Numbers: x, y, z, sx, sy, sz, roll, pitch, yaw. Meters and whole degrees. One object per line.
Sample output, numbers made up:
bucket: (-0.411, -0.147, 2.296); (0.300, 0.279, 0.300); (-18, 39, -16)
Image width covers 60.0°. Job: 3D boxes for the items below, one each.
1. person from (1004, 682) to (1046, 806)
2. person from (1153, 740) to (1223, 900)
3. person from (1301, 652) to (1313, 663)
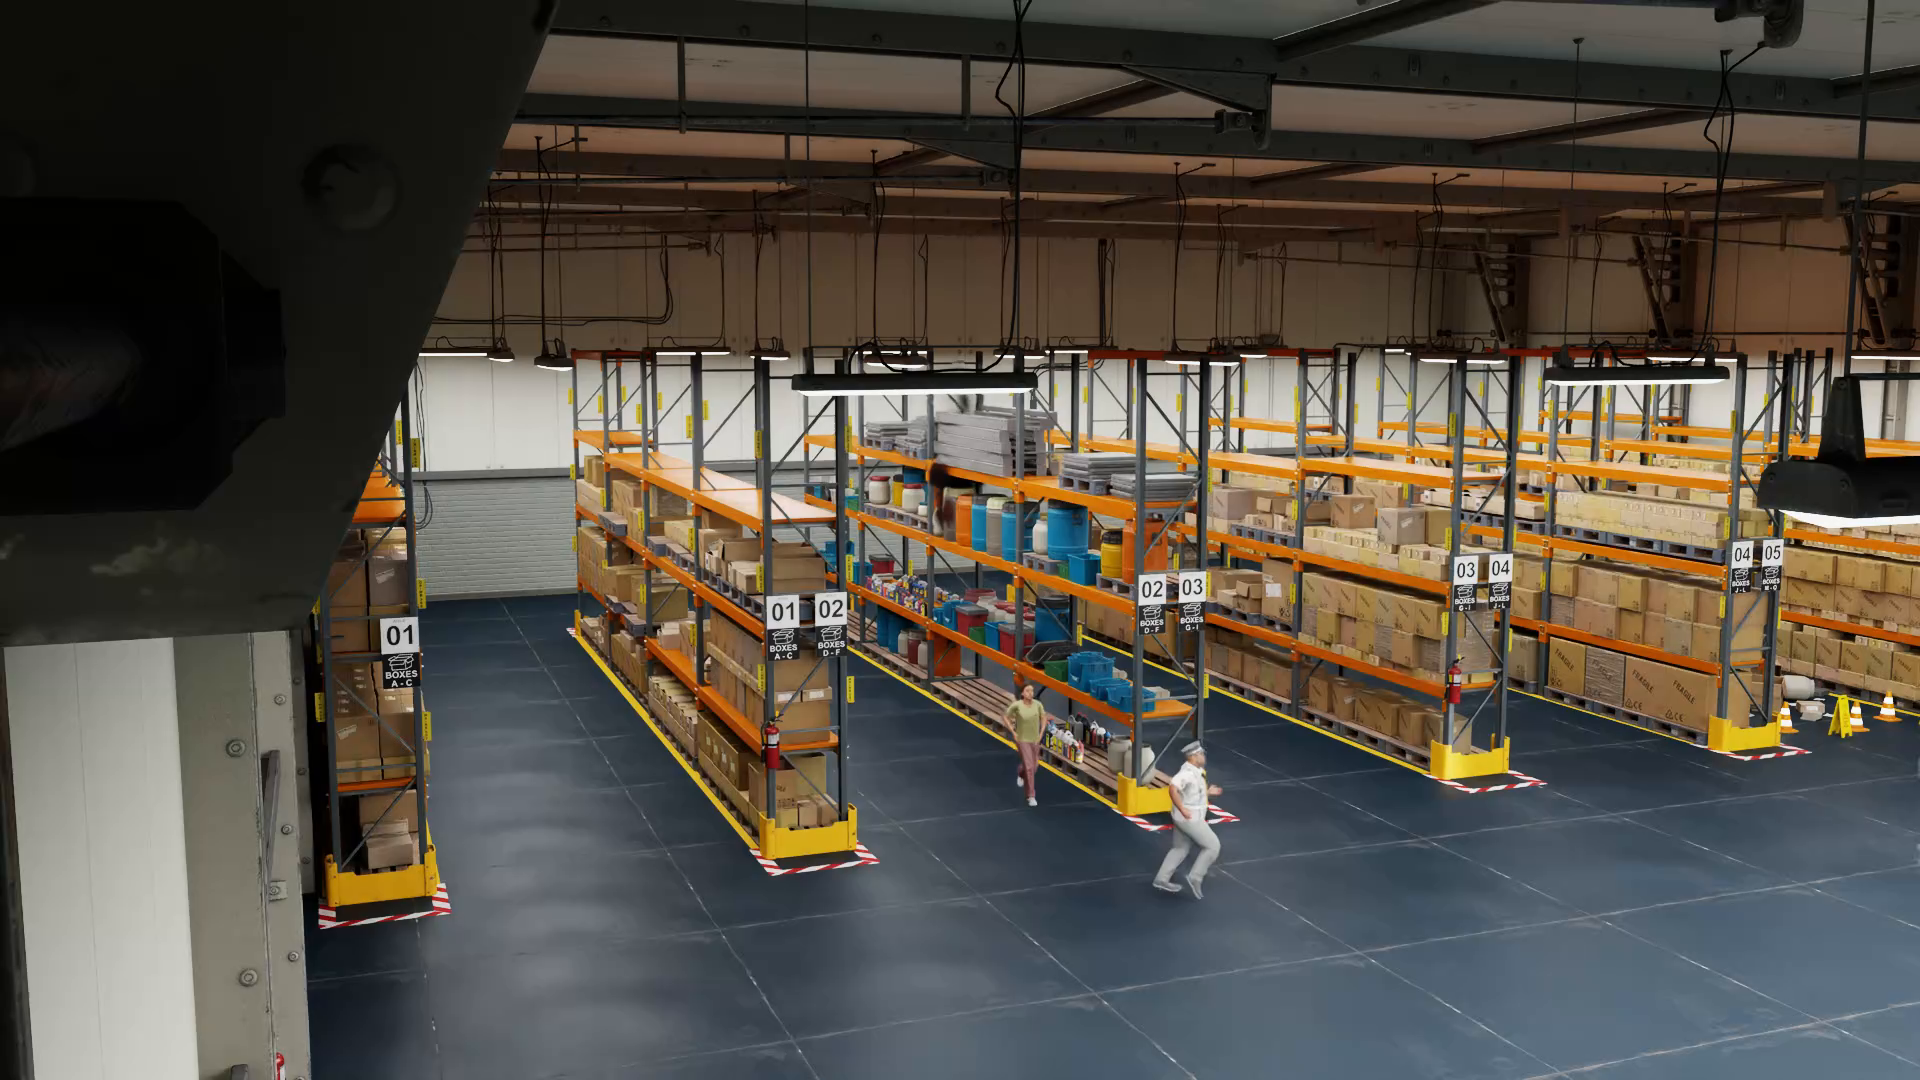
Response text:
person: (0.888, 2.723, 22.599); (0.588, 1.655, 0.771); (-2, 7, -18)
person: (2.572, 3.147, 18.751); (0.780, 1.808, 0.643); (0, 7, 0)
person: (6.552, 1.622, 31.435); (0.561, 1.616, 0.594); (-4, 8, -27)
